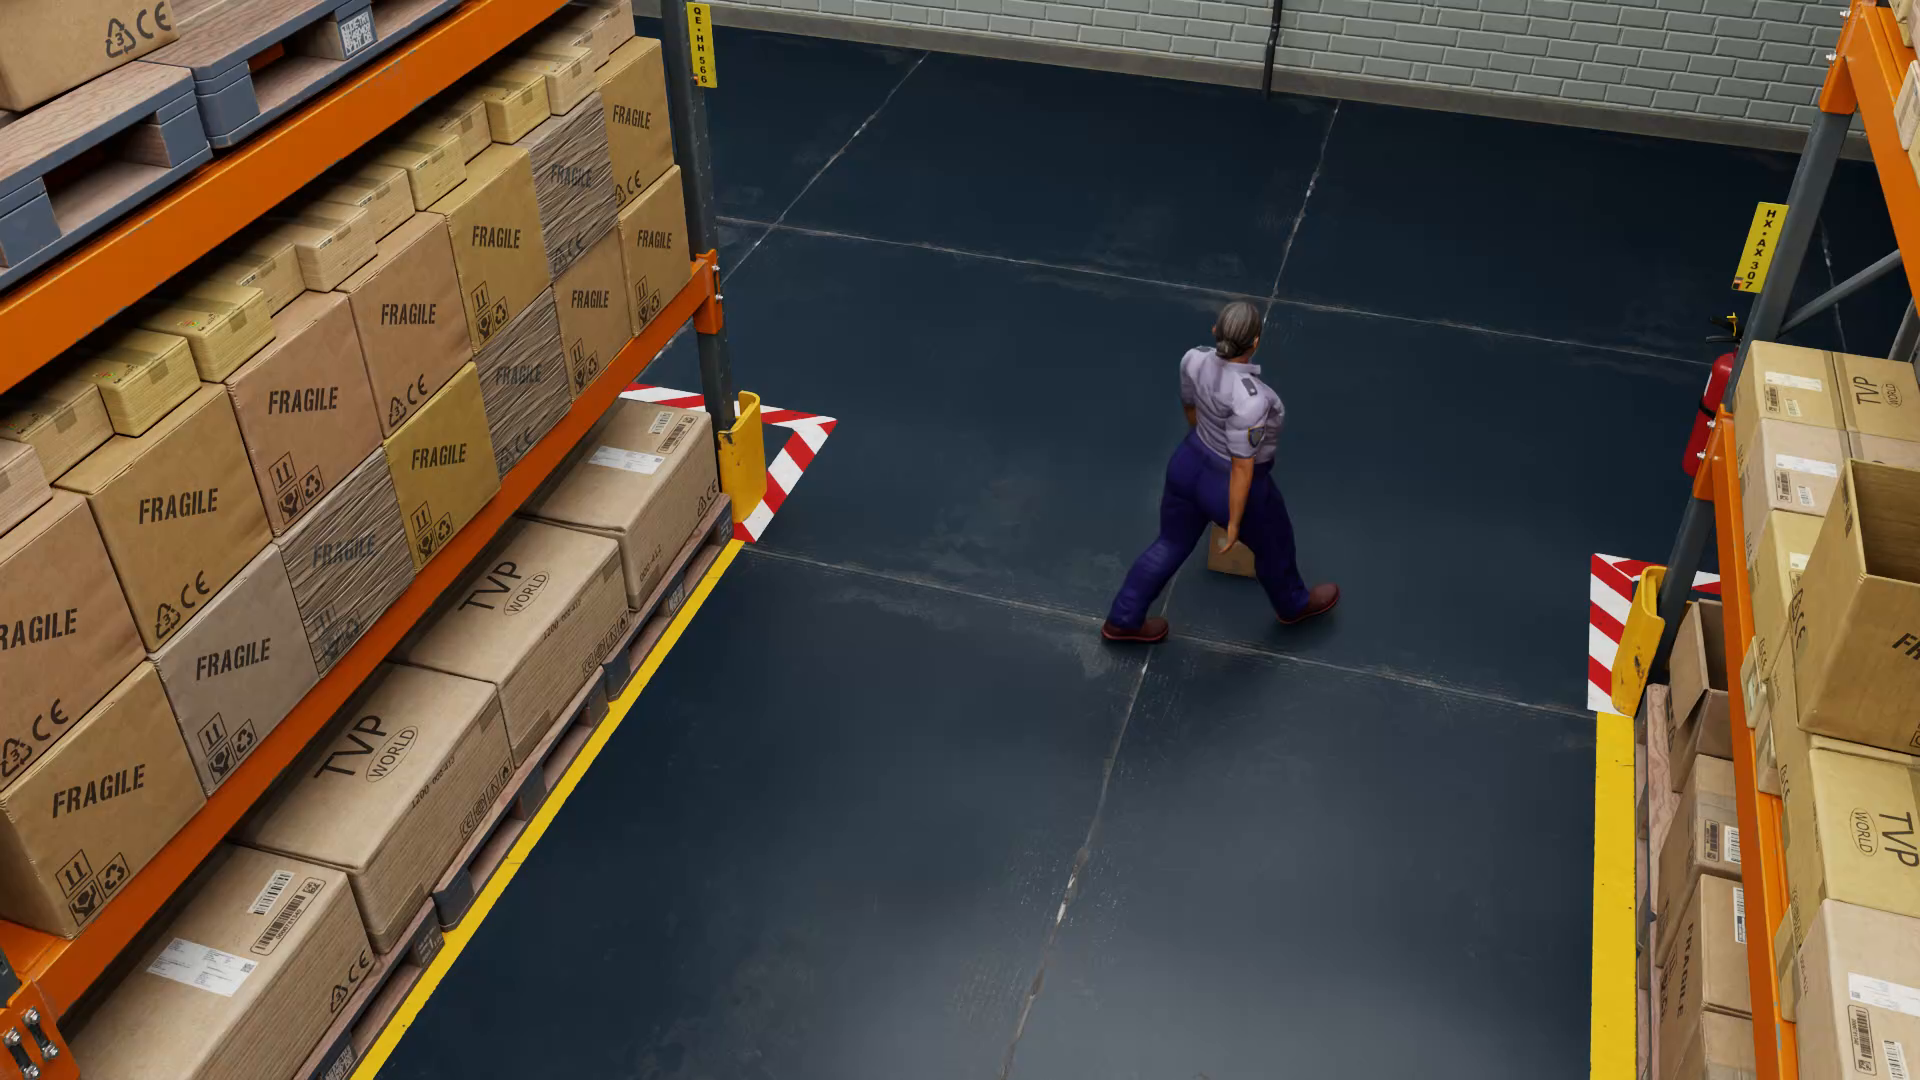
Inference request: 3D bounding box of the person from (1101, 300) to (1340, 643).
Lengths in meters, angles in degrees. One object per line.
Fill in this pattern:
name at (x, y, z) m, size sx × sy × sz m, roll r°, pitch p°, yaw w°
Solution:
person at (1.092, -0.277, 6.554) m, size 0.999 × 1.585 × 0.503 m, roll -22°, pitch 43°, yaw -26°
